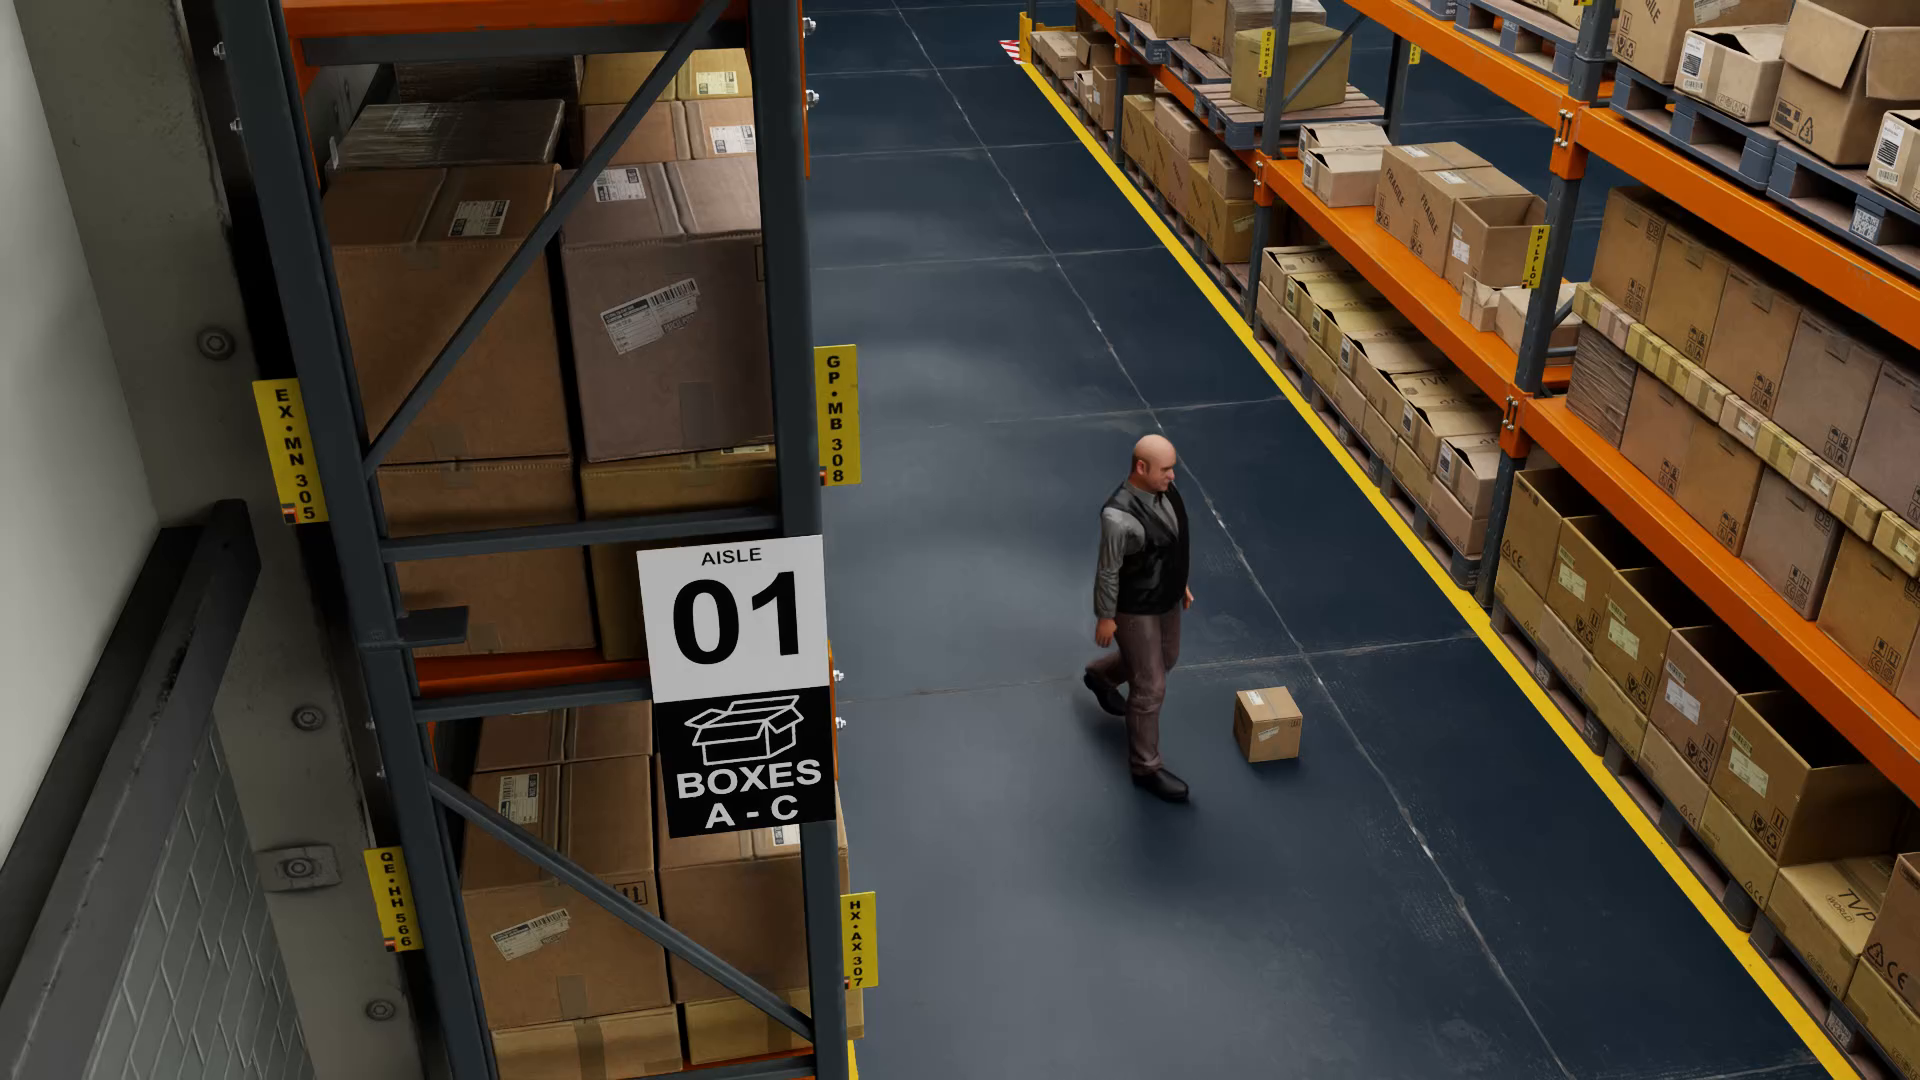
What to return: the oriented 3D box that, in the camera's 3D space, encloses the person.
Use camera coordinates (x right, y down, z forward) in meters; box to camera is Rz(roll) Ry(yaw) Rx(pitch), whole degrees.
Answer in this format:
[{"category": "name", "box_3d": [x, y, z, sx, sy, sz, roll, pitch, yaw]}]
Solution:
[{"category": "person", "box_3d": [0.852, 0.299, 7.747, 0.638, 1.599, 0.591, 19, 35, 29]}]
